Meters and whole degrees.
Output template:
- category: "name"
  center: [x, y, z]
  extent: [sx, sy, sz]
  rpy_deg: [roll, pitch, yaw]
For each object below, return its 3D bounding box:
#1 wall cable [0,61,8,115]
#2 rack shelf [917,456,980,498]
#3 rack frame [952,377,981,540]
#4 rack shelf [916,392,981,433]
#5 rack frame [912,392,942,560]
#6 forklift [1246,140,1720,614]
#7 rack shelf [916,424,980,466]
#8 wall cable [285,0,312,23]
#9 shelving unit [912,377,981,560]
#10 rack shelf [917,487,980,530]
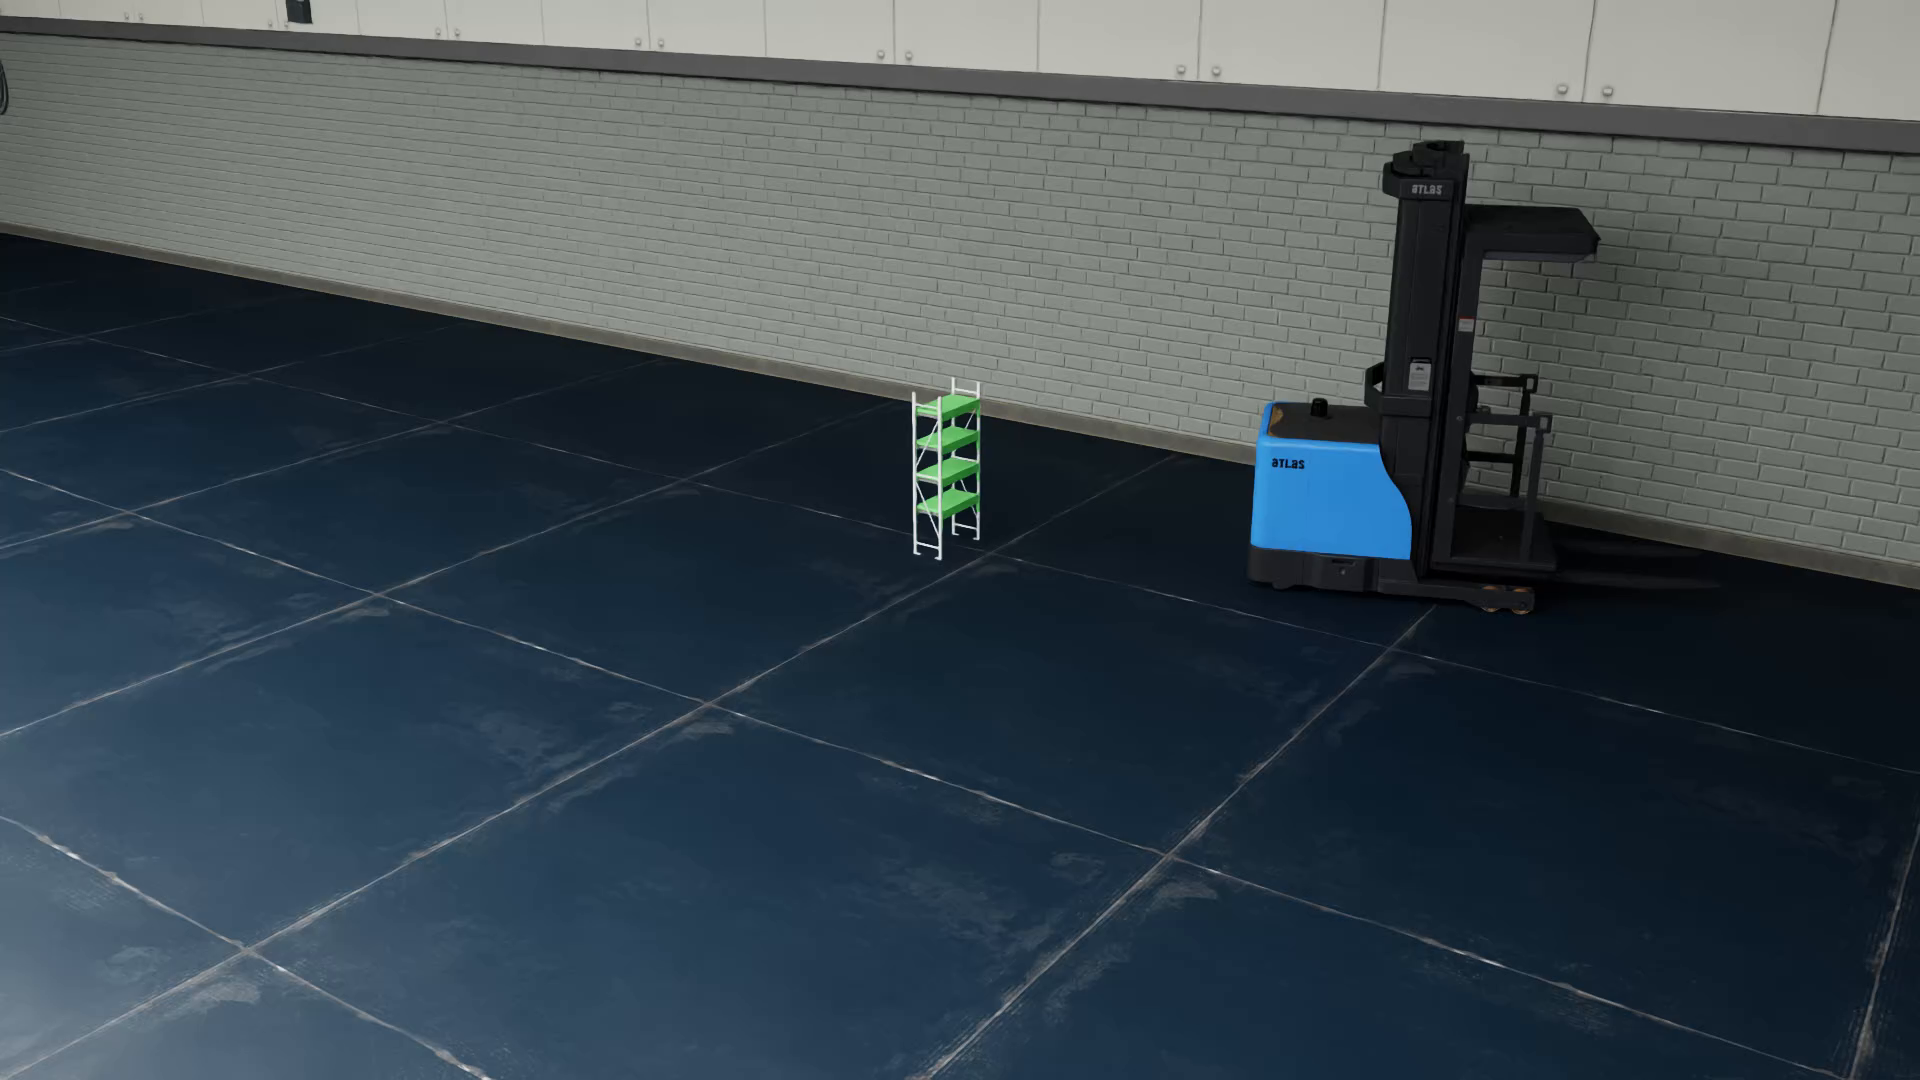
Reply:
- category: "wall cable"
  center: [-14.664, -7.415, 23.816]
  extent: [3.097, 2.526, 0.112]
  rpy_deg: [13, 24, 32]
- category: "rack shelf"
  center: [-0.093, -0.455, 11.951]
  extent: [0.258, 0.148, 0.480]
  rpy_deg: [13, 24, 32]
- category: "rack frame"
  center: [0.044, -0.585, 12.118]
  extent: [0.240, 1.200, 0.015]
  rpy_deg: [13, 24, 32]
- category: "rack shelf"
  center: [-0.093, -0.906, 11.784]
  extent: [0.258, 0.148, 0.480]
  rpy_deg: [13, 24, 32]
- category: "rack frame"
  center: [-0.230, -0.445, 11.739]
  extent: [0.240, 1.200, 0.015]
  rpy_deg: [13, 24, 32]
- category: "forklift"
  center: [3.536, -1.089, 10.983]
  extent: [3.031, 2.935, 1.130]
  rpy_deg: [5, 21, 12]
- category: "rack shelf"
  center: [-0.093, -0.680, 11.867]
  extent: [0.258, 0.148, 0.480]
  rpy_deg: [13, 24, 32]
- category: "wall cable"
  center: [-6.822, -8.611, 17.670]
  extent: [2.305, 6.003, 0.169]
  rpy_deg: [13, 24, 32]
- category: "shelving unit"
  center: [-0.093, -0.515, 11.928]
  extent: [0.258, 1.200, 0.503]
  rpy_deg: [13, 24, 32]
- category: "rack shelf"
  center: [-0.093, -0.230, 12.034]
  extent: [0.258, 0.148, 0.480]
  rpy_deg: [13, 24, 32]
